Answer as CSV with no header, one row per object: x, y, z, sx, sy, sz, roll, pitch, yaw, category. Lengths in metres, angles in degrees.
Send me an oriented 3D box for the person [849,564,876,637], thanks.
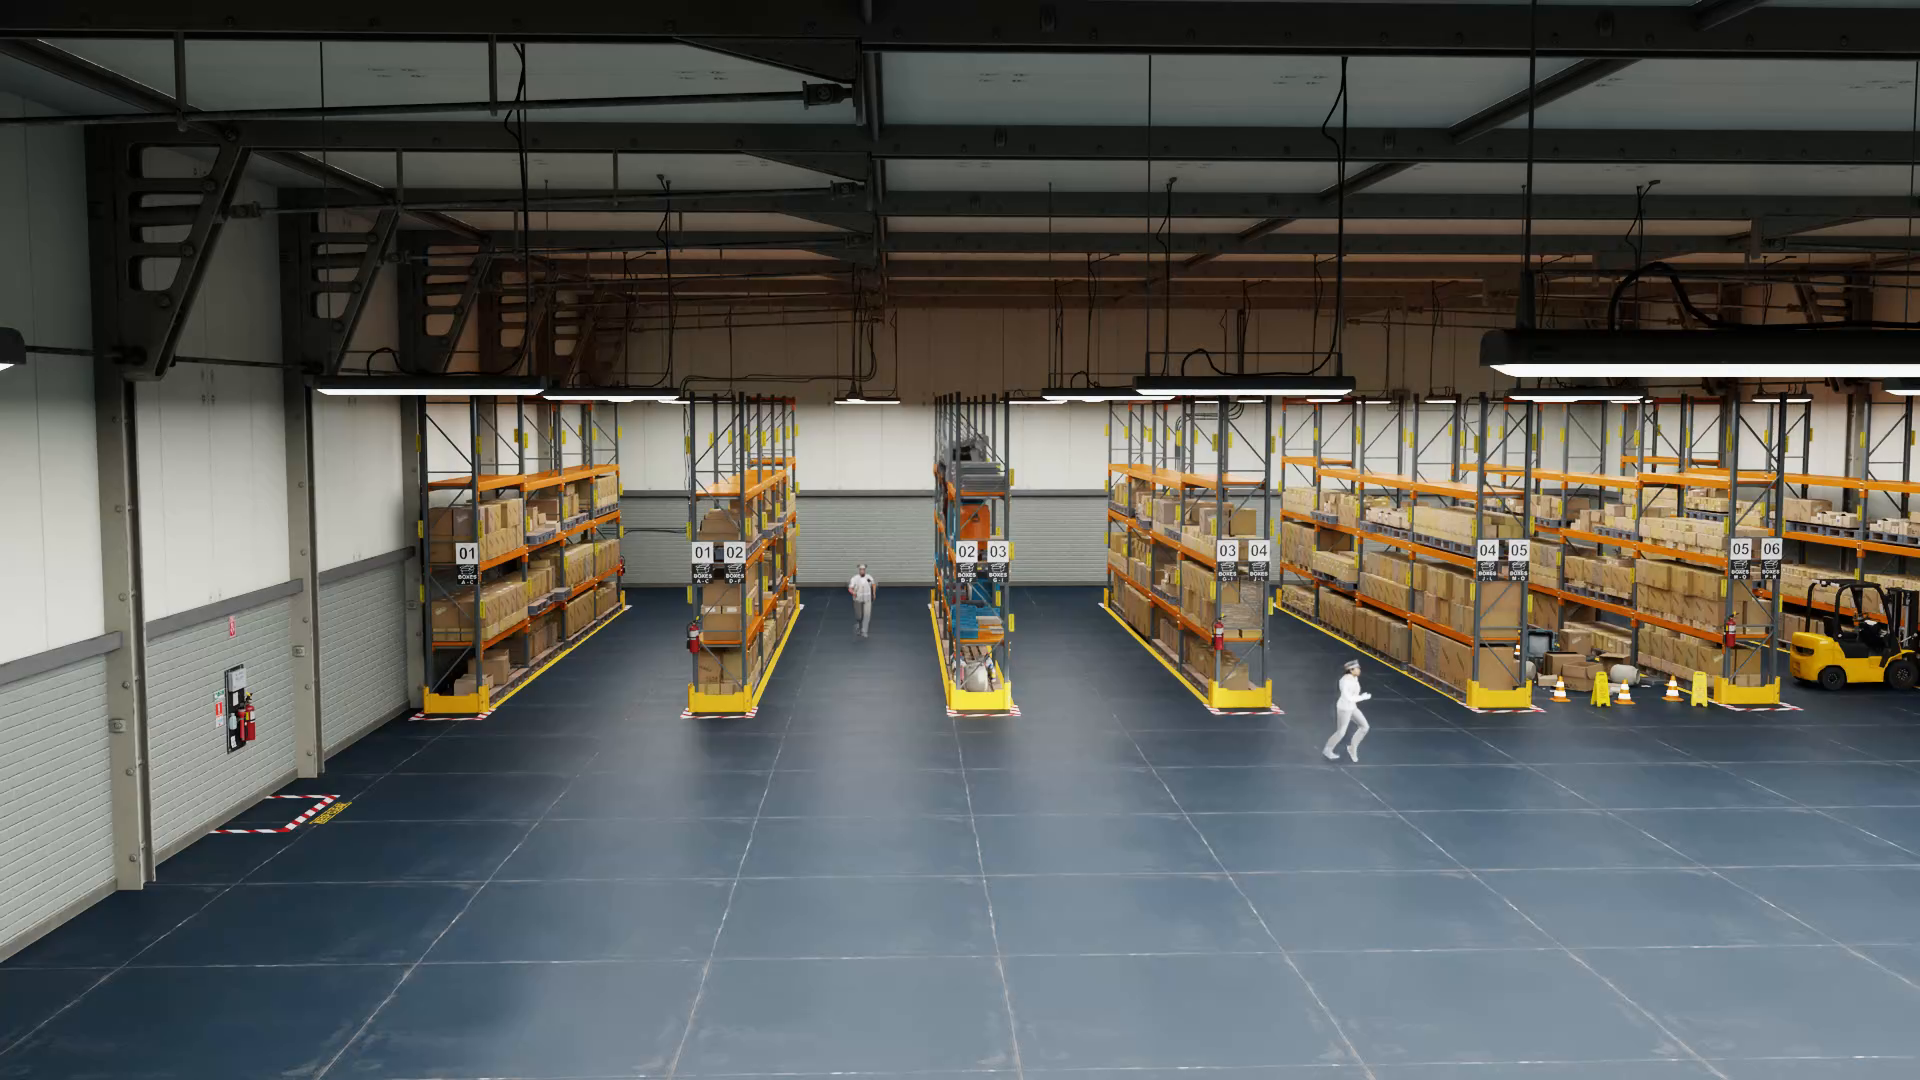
-2.303,1.410,39.524,0.678,1.720,0.917,-1,5,-10,person

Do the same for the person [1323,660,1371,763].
6.228,2.739,26.735,0.789,1.680,0.641,3,5,29,person

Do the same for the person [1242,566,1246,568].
7.868,1.140,47.713,0.717,1.502,0.638,1,5,17,person
